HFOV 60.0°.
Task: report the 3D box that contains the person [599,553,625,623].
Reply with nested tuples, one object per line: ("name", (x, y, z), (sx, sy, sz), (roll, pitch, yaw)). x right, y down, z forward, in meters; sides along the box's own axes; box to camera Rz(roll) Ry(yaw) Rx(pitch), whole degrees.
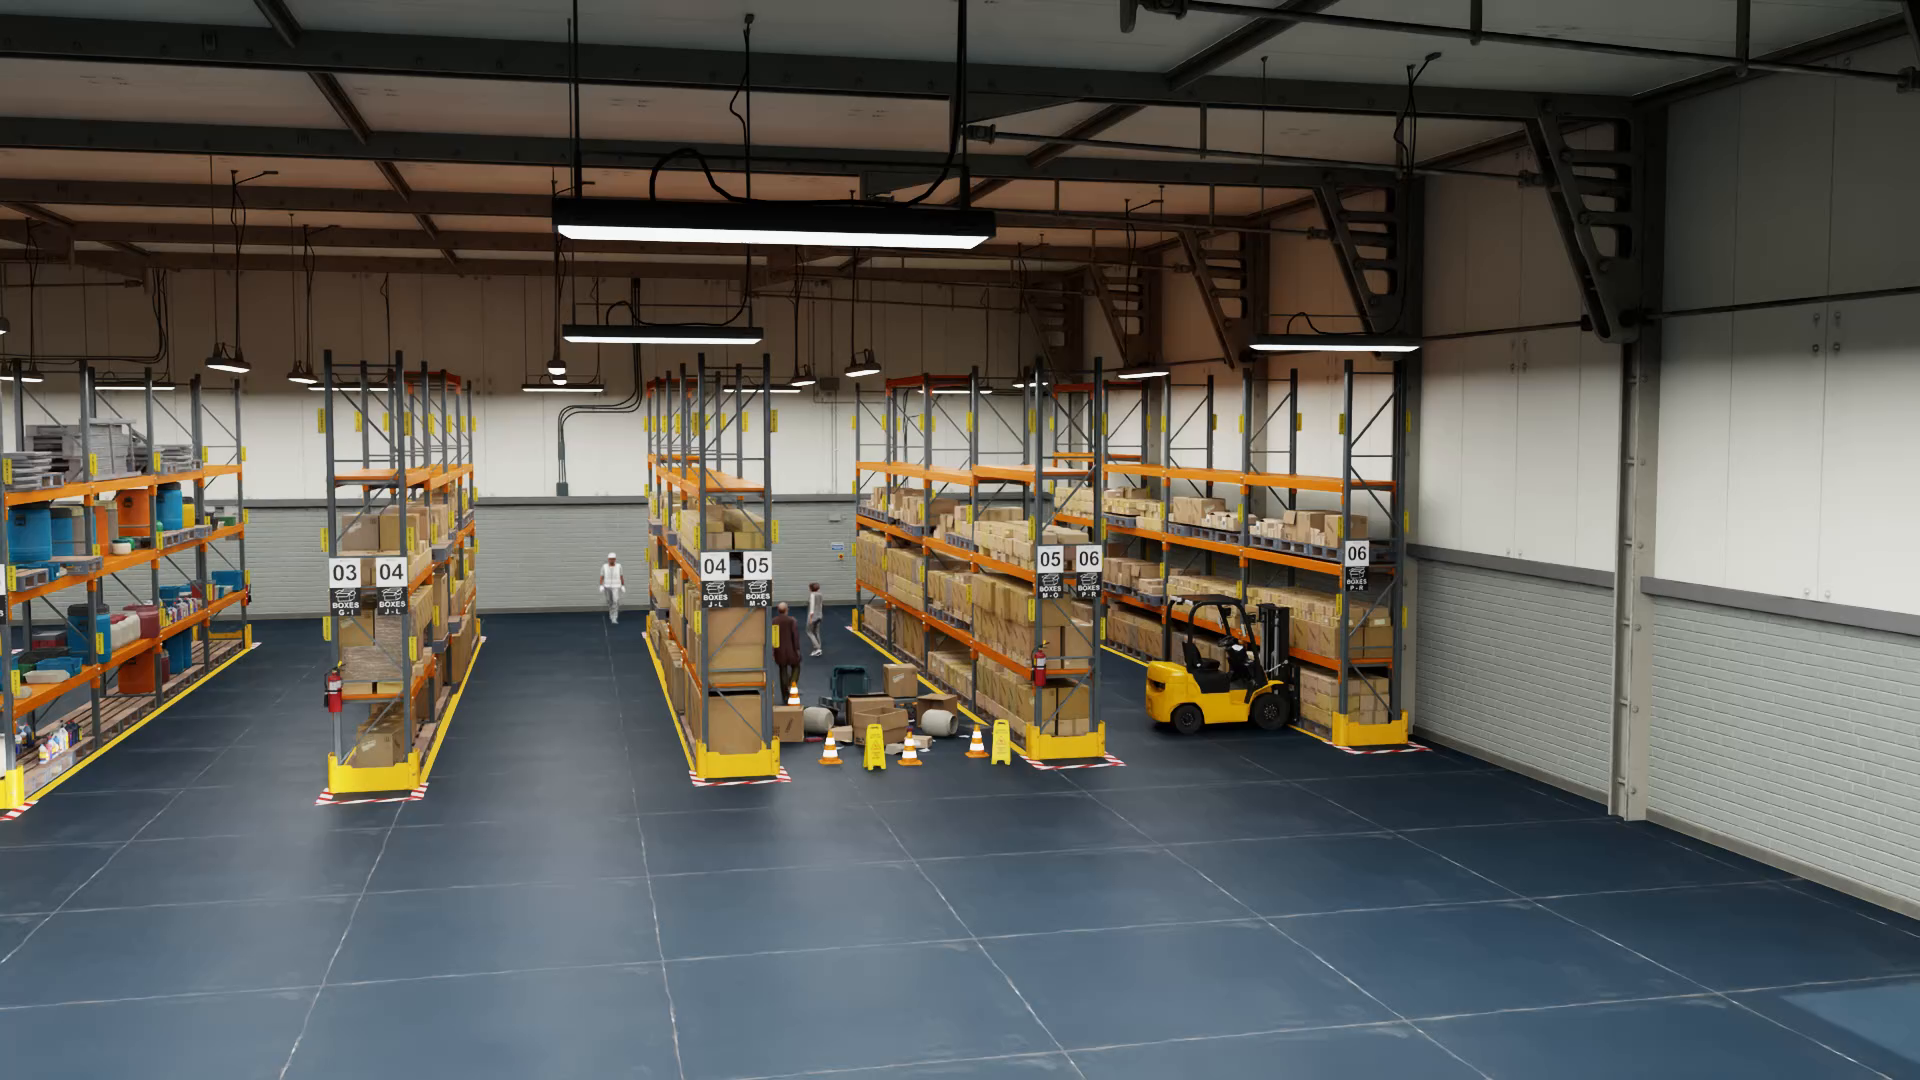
("person", (-8.807, 1.192, 41.904), (0.566, 1.723, 0.980), (0, 4, 4))

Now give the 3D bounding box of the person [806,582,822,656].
("person", (-3.131, 1.720, 35.952), (0.364, 1.583, 0.458), (3, 5, 33))

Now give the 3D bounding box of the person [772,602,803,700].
("person", (-3.157, 2.015, 30.150), (0.627, 1.770, 0.572), (0, 4, -3))
